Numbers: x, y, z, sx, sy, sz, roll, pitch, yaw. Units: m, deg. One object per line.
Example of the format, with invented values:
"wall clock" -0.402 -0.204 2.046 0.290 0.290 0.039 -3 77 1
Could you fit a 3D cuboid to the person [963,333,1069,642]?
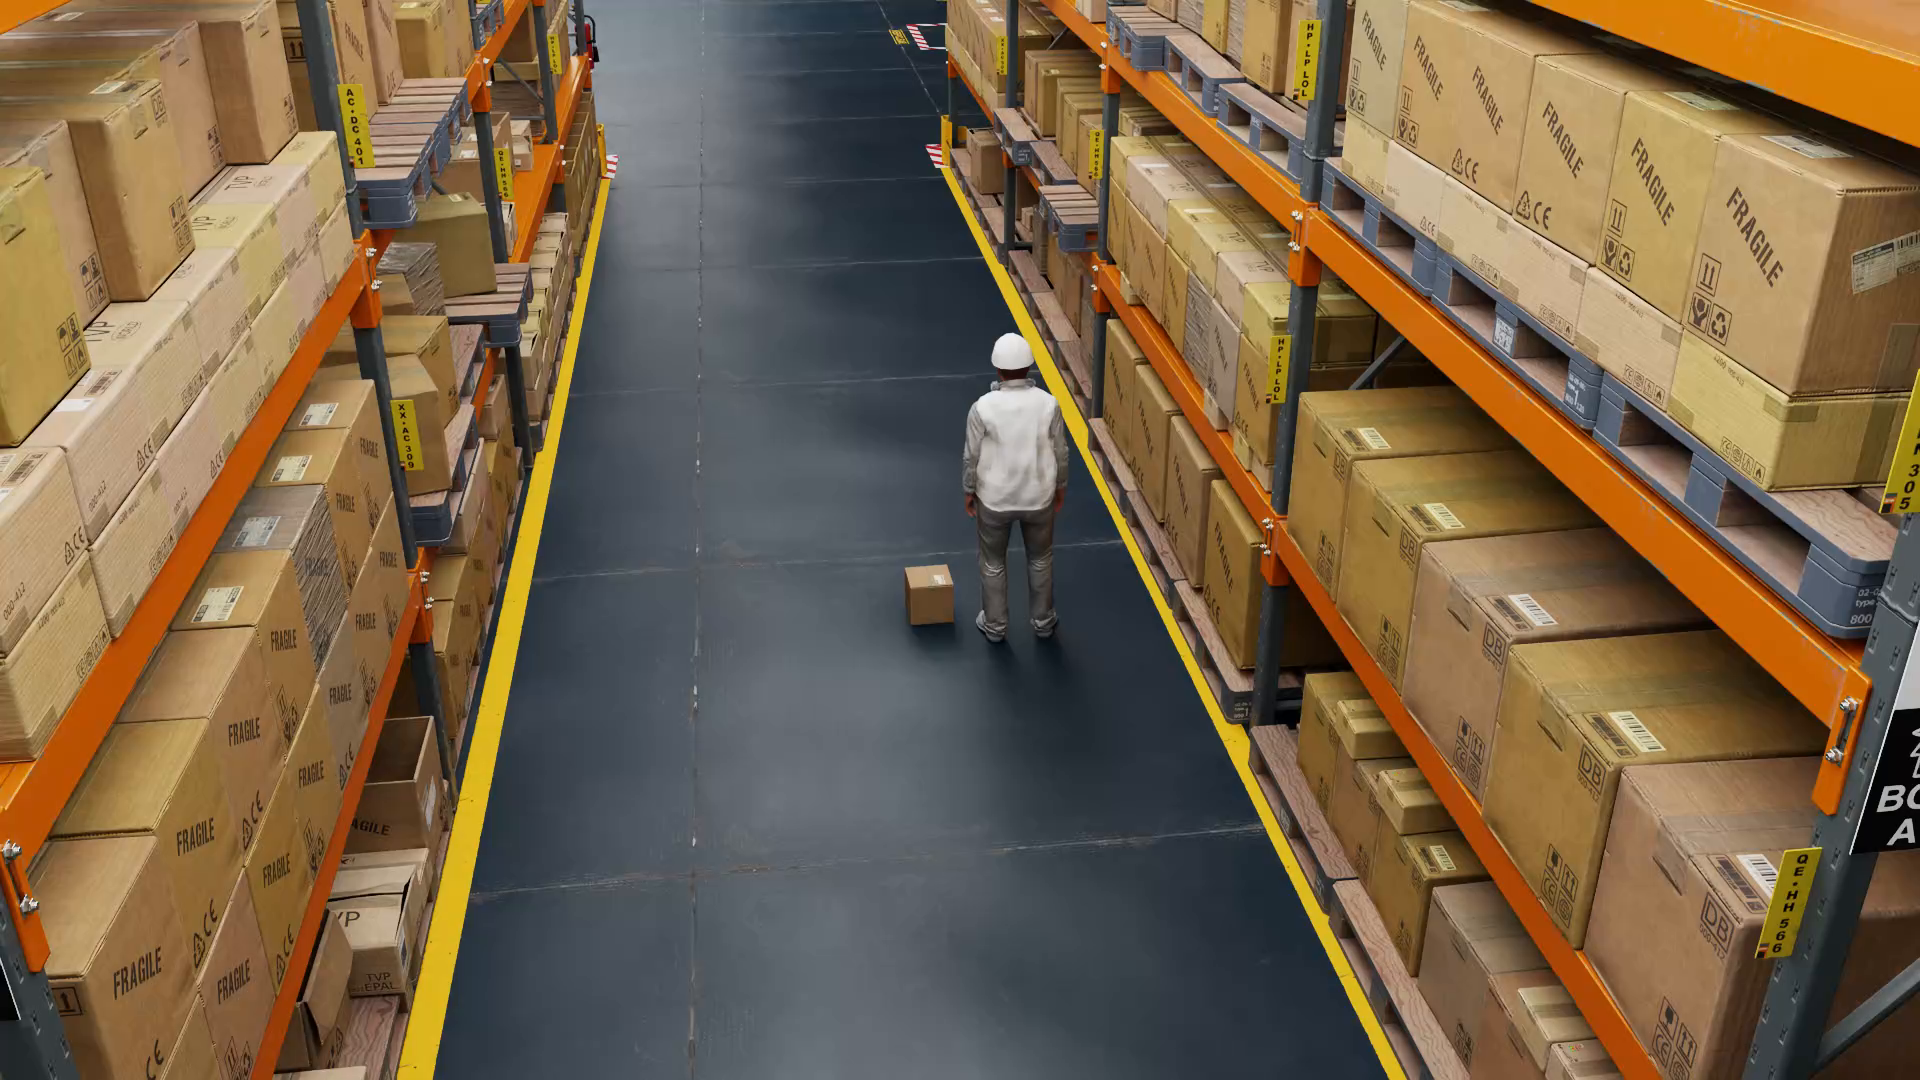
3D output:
"person" 0.302 -0.266 9.112 0.580 1.771 0.463 -3 27 -6
